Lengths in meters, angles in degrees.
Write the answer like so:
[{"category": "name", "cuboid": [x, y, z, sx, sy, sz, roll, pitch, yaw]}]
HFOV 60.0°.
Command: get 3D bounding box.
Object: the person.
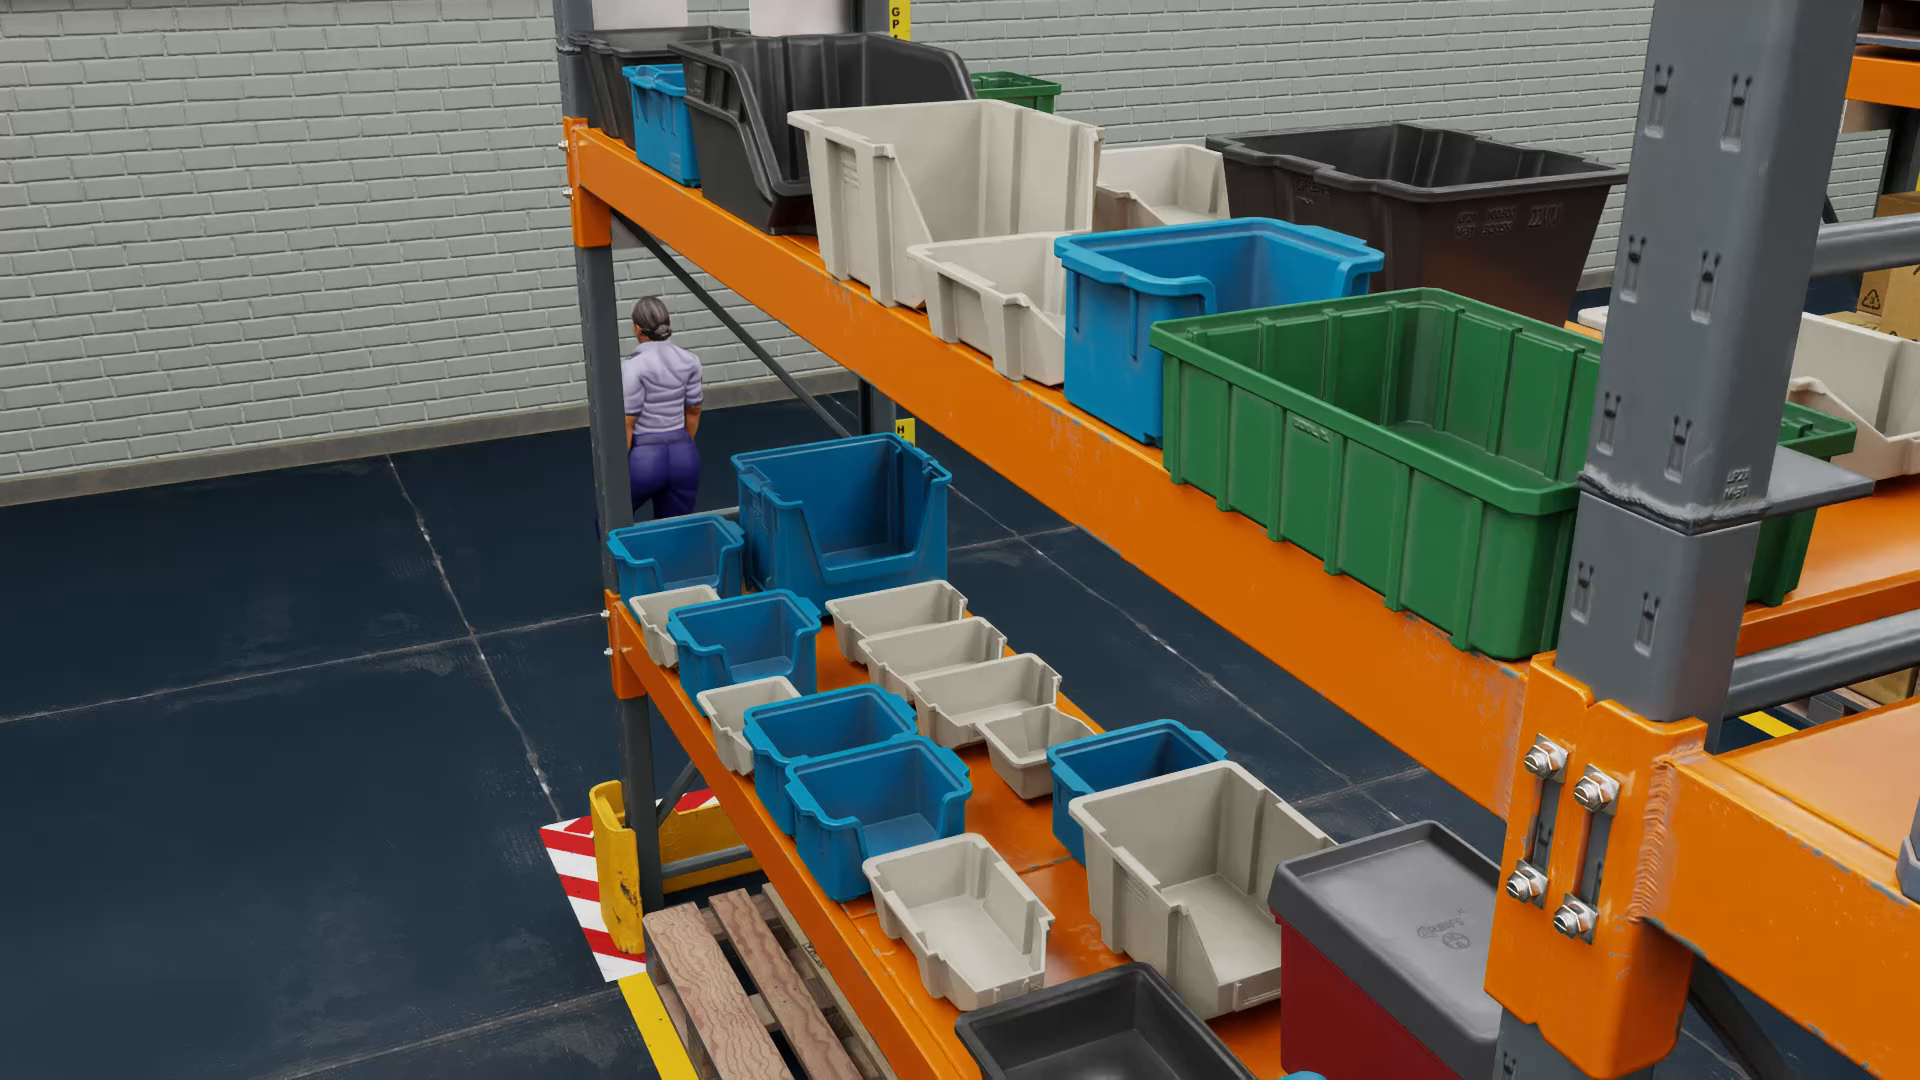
[{"category": "person", "cuboid": [-1.479, -0.353, 7.936, 0.551, 1.652, 0.460, -17, 28, -35]}]
